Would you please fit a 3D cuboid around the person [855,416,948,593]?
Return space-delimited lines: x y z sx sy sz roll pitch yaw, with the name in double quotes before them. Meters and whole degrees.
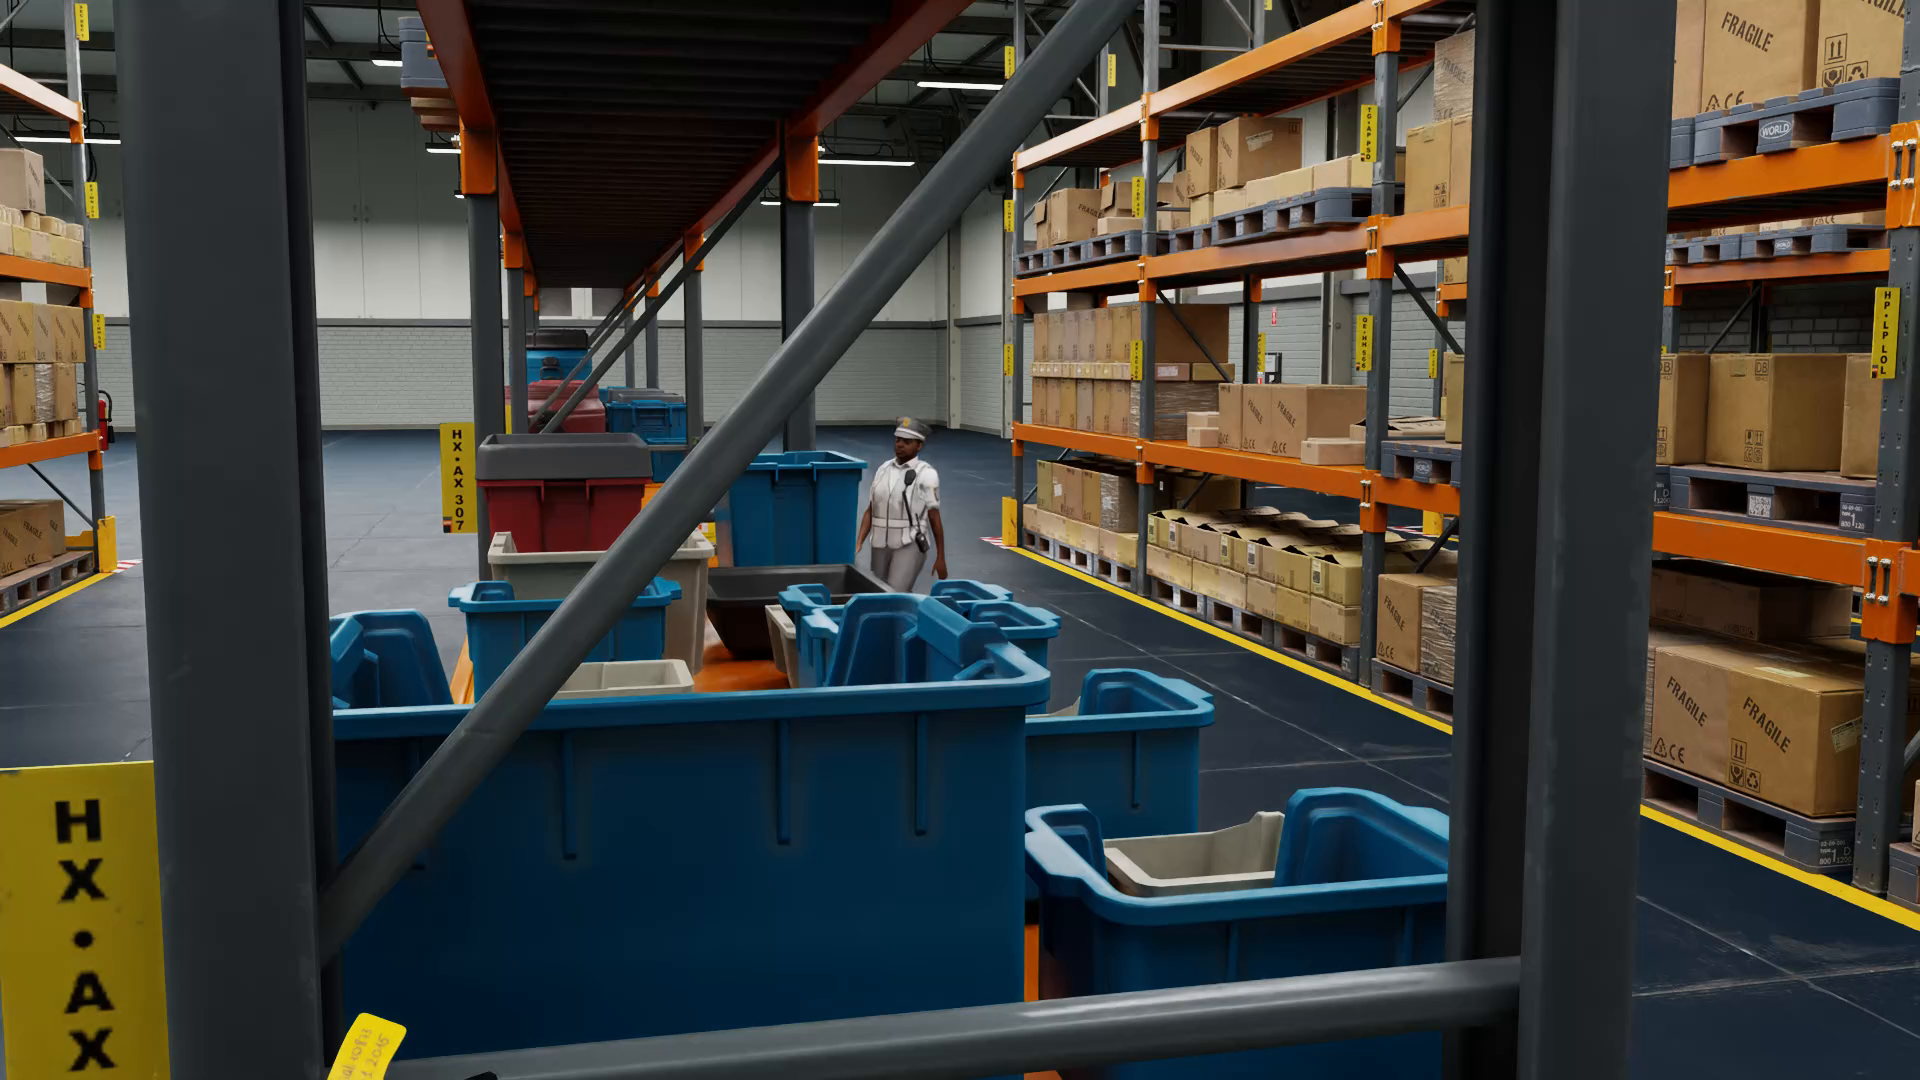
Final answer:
"person" -0.442 0.060 10.136 0.496 1.618 0.903 4 8 35
